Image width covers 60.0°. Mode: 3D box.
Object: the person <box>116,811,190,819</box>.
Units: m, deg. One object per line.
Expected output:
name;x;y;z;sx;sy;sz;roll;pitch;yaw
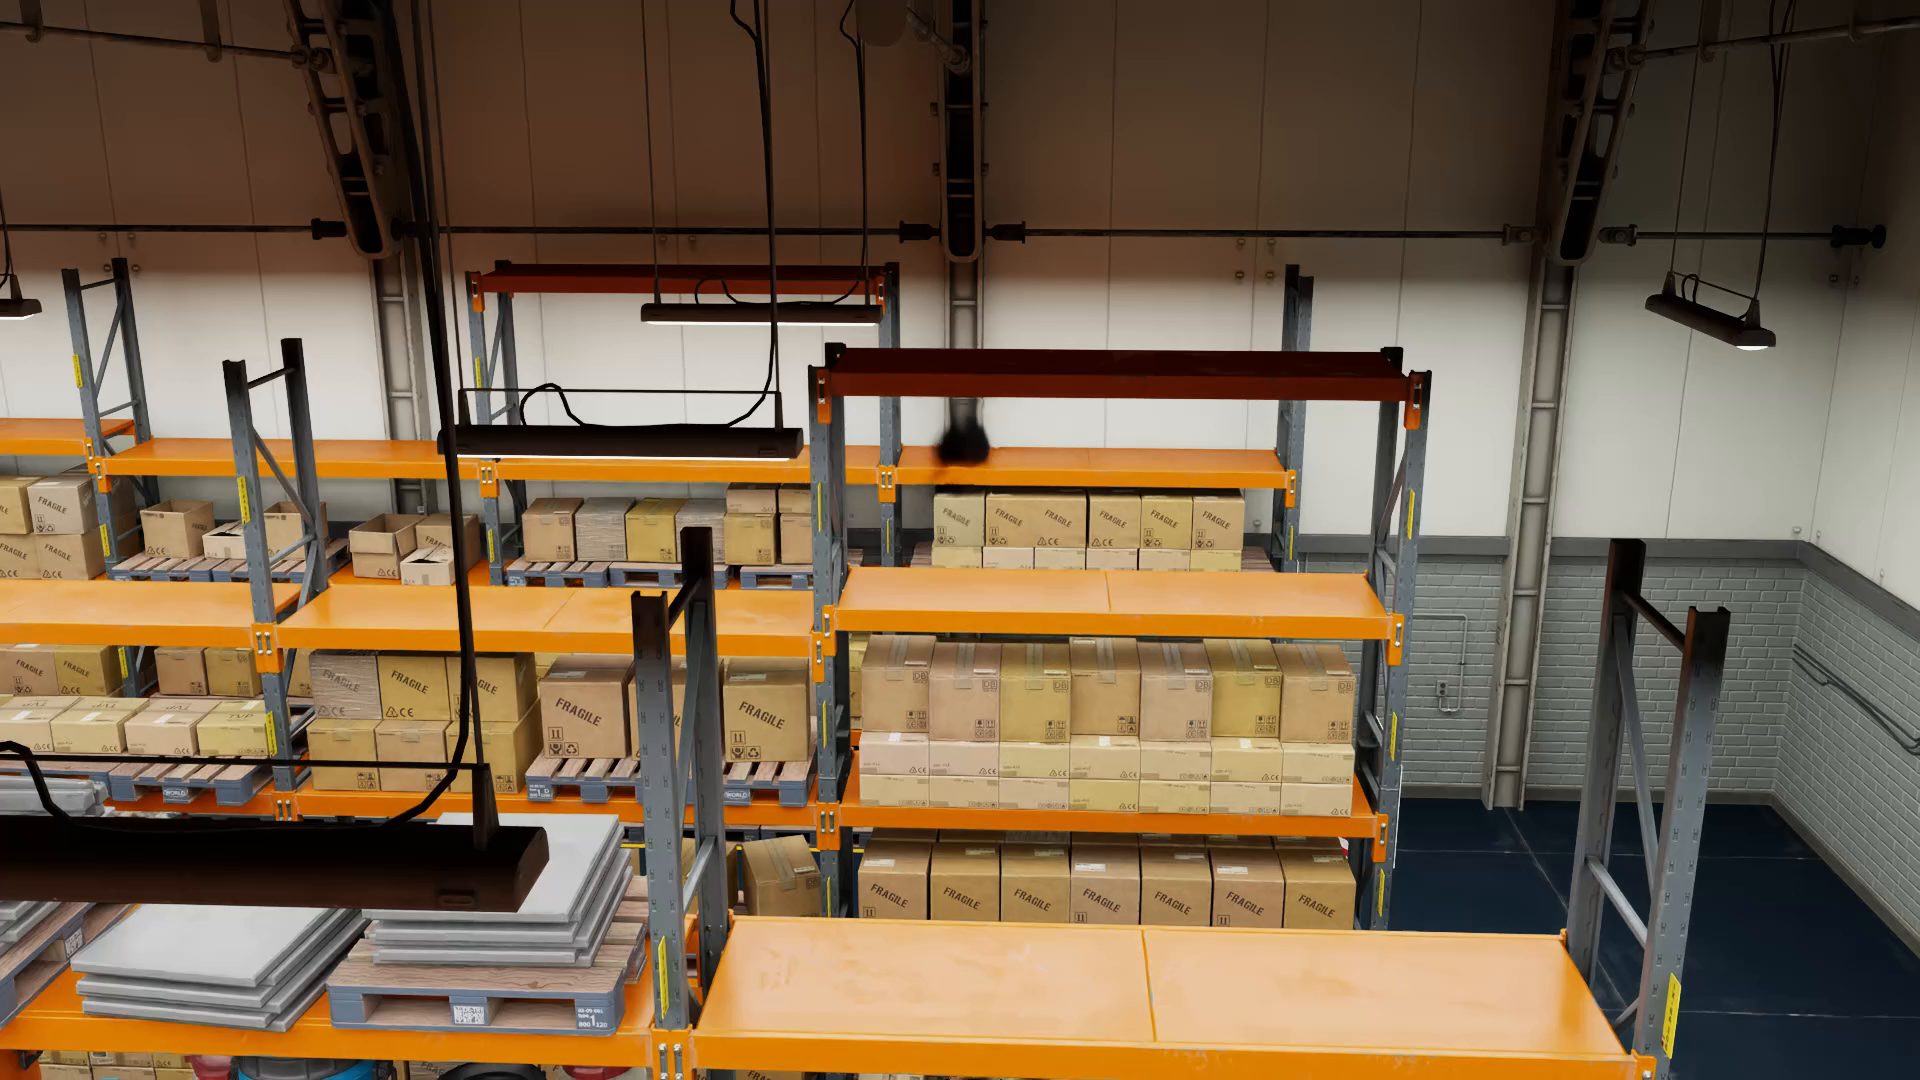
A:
person;-7.831;2.833;15.923;0.760;1.609;0.572;0;16;0

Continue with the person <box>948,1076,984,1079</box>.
person;0.053;4.187;11.160;0.773;1.646;0.646;2;16;6
